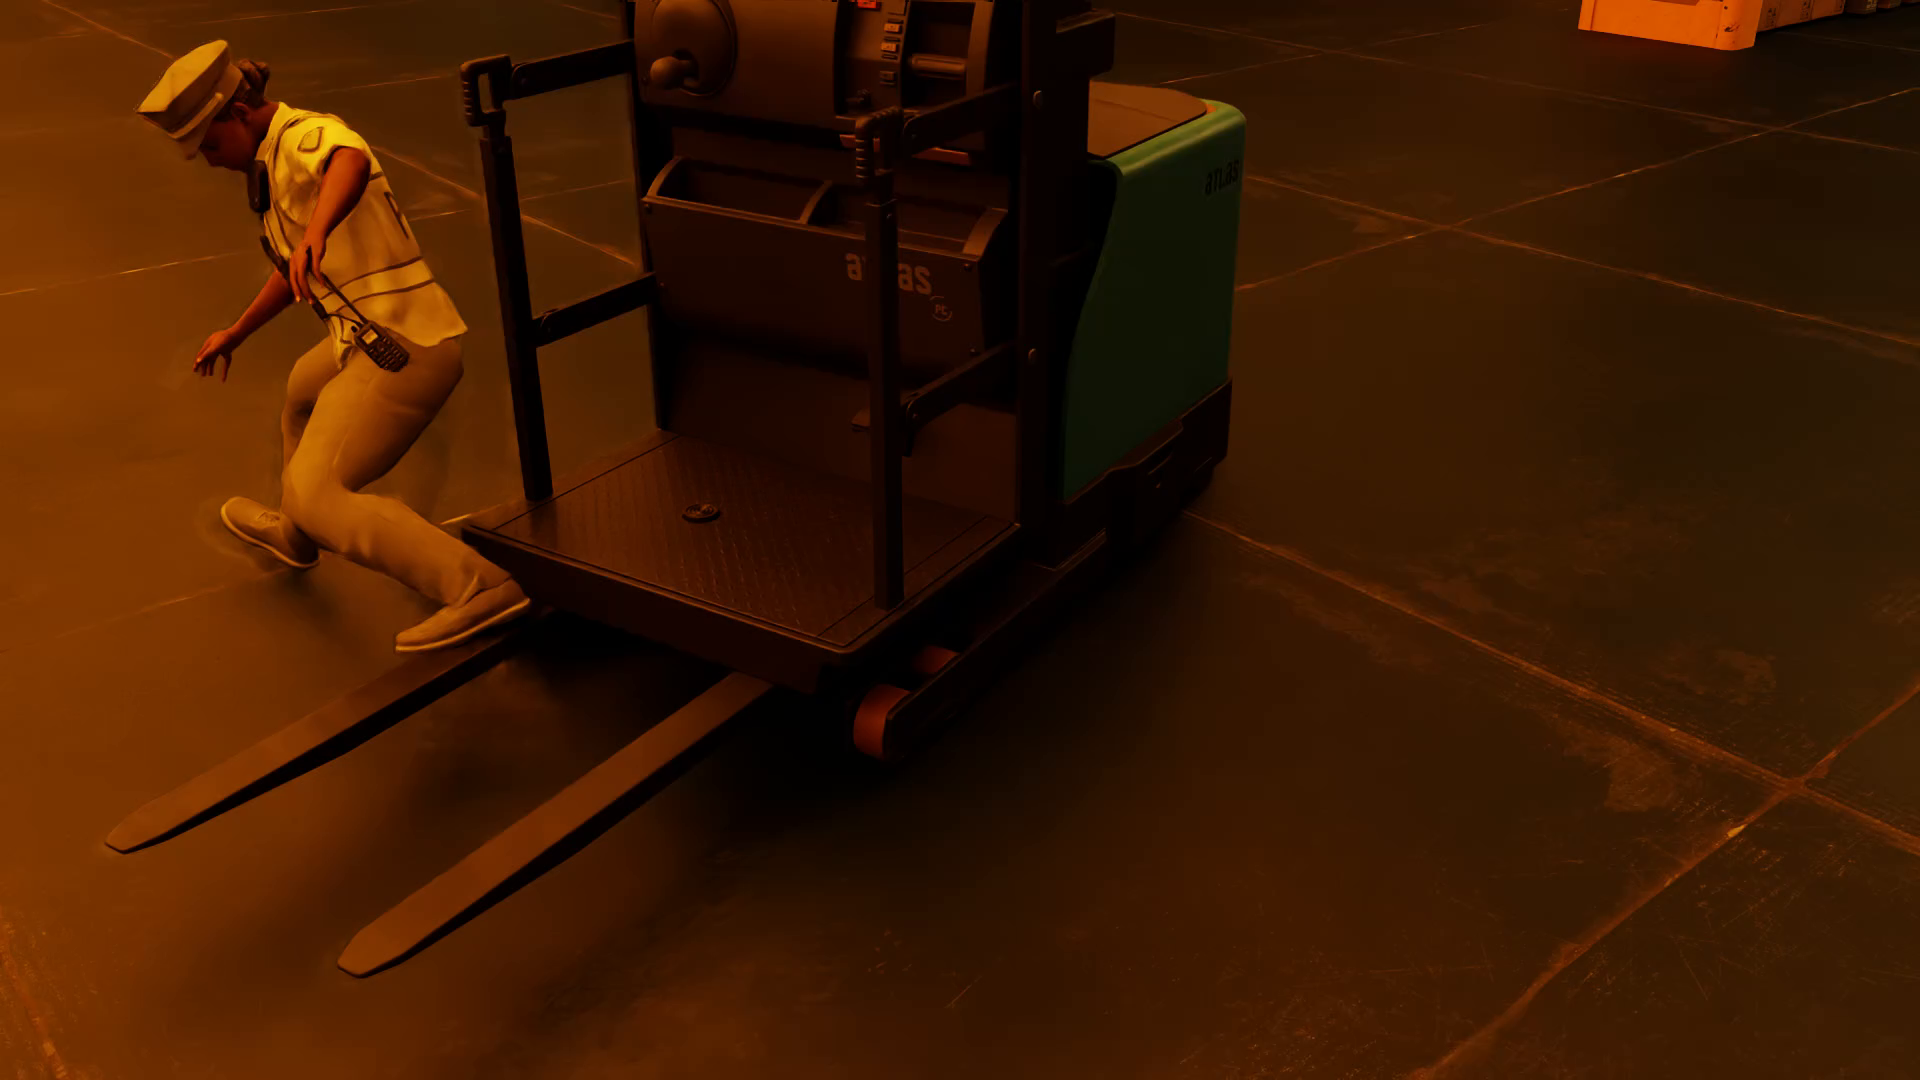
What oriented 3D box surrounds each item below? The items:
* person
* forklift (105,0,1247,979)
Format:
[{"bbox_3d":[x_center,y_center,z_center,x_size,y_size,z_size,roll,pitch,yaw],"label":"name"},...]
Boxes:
[{"bbox_3d":[-1.436,-0.394,3.754,0.724,1.390,1.172,-8,27,-16],"label":"person"},{"bbox_3d":[-0.426,-1.075,3.370,1.130,2.935,3.031,15,30,28],"label":"forklift"}]
